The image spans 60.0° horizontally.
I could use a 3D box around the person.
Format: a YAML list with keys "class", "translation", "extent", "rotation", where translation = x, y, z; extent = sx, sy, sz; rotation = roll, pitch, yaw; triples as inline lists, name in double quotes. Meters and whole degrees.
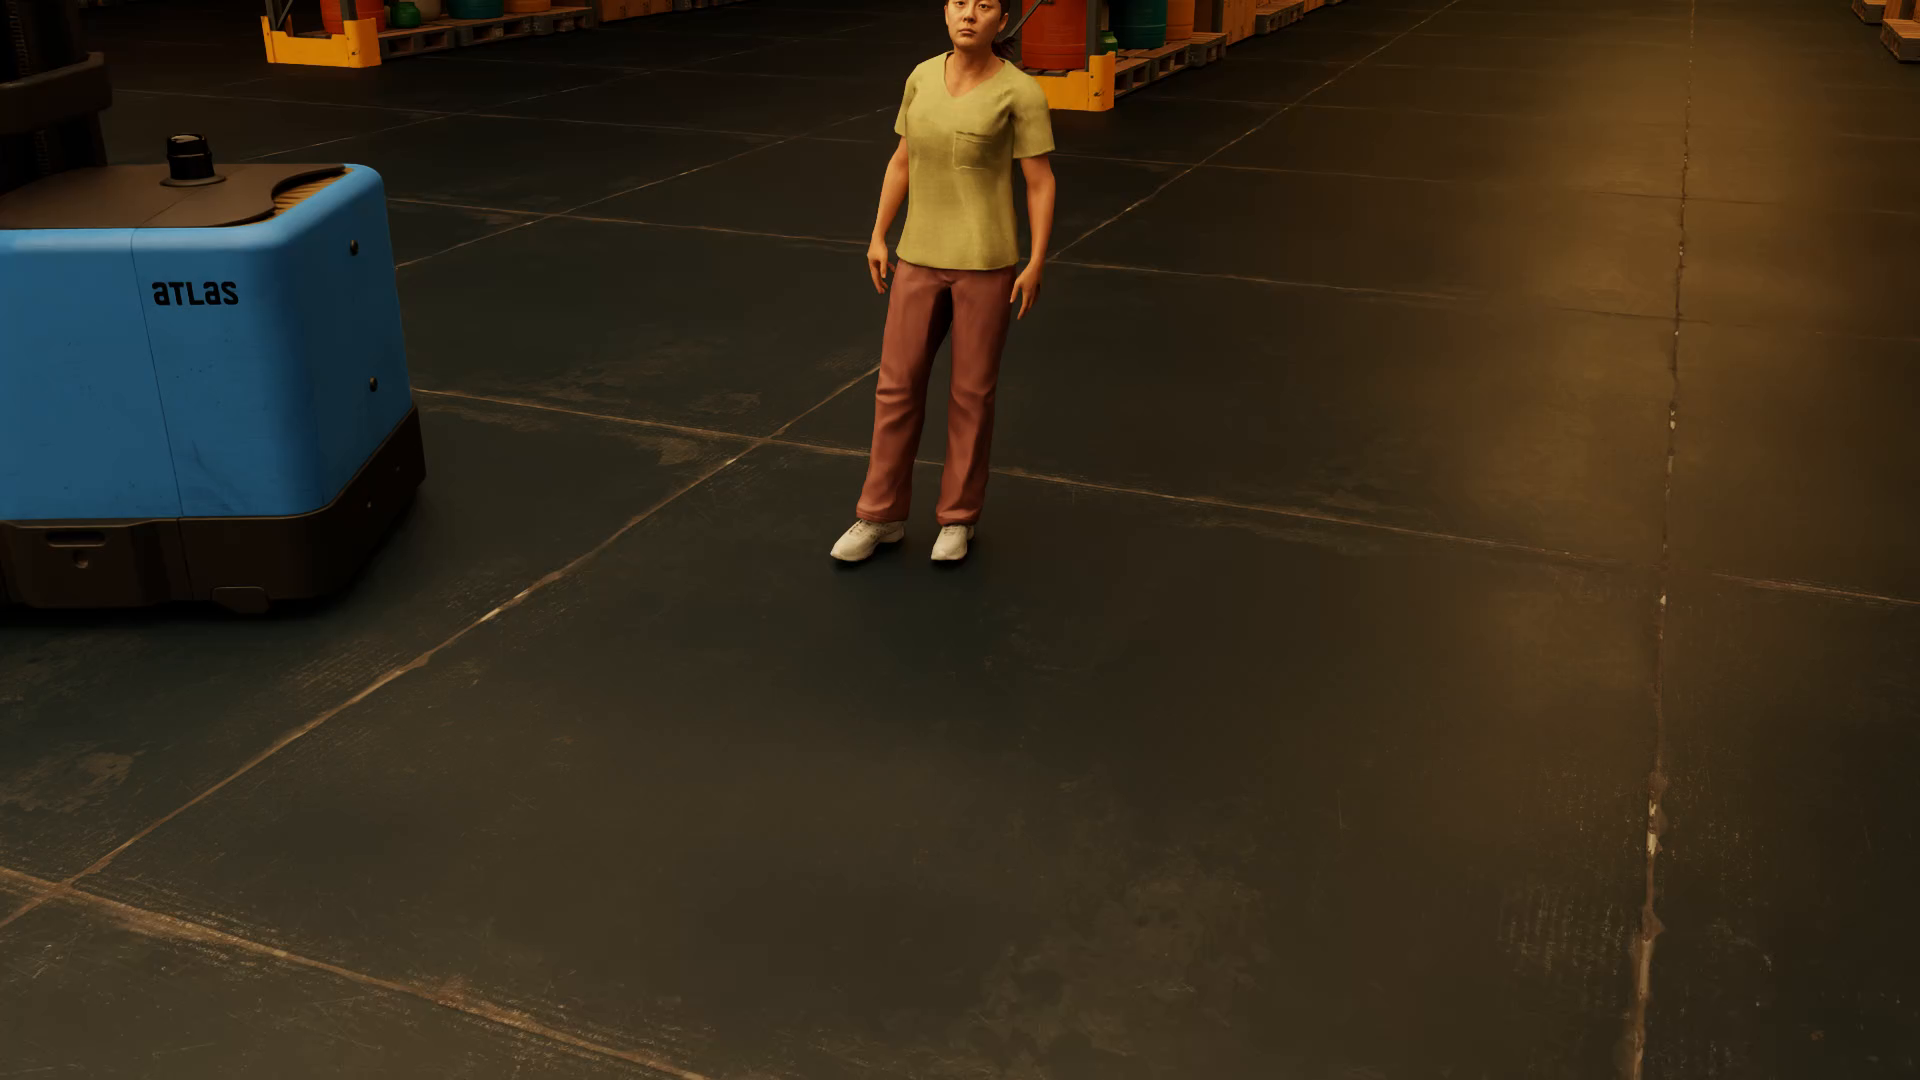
- class: "person"
  translation: [-0.038, -0.755, 4.708]
  extent: [0.555, 1.675, 0.549]
  rotation: [9, 24, 21]

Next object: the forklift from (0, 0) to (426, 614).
- class: "forklift"
  translation: [-3.232, -1.306, 4.417]
  extent: [3.031, 2.935, 1.130]
  rotation: [-1, 23, -2]
